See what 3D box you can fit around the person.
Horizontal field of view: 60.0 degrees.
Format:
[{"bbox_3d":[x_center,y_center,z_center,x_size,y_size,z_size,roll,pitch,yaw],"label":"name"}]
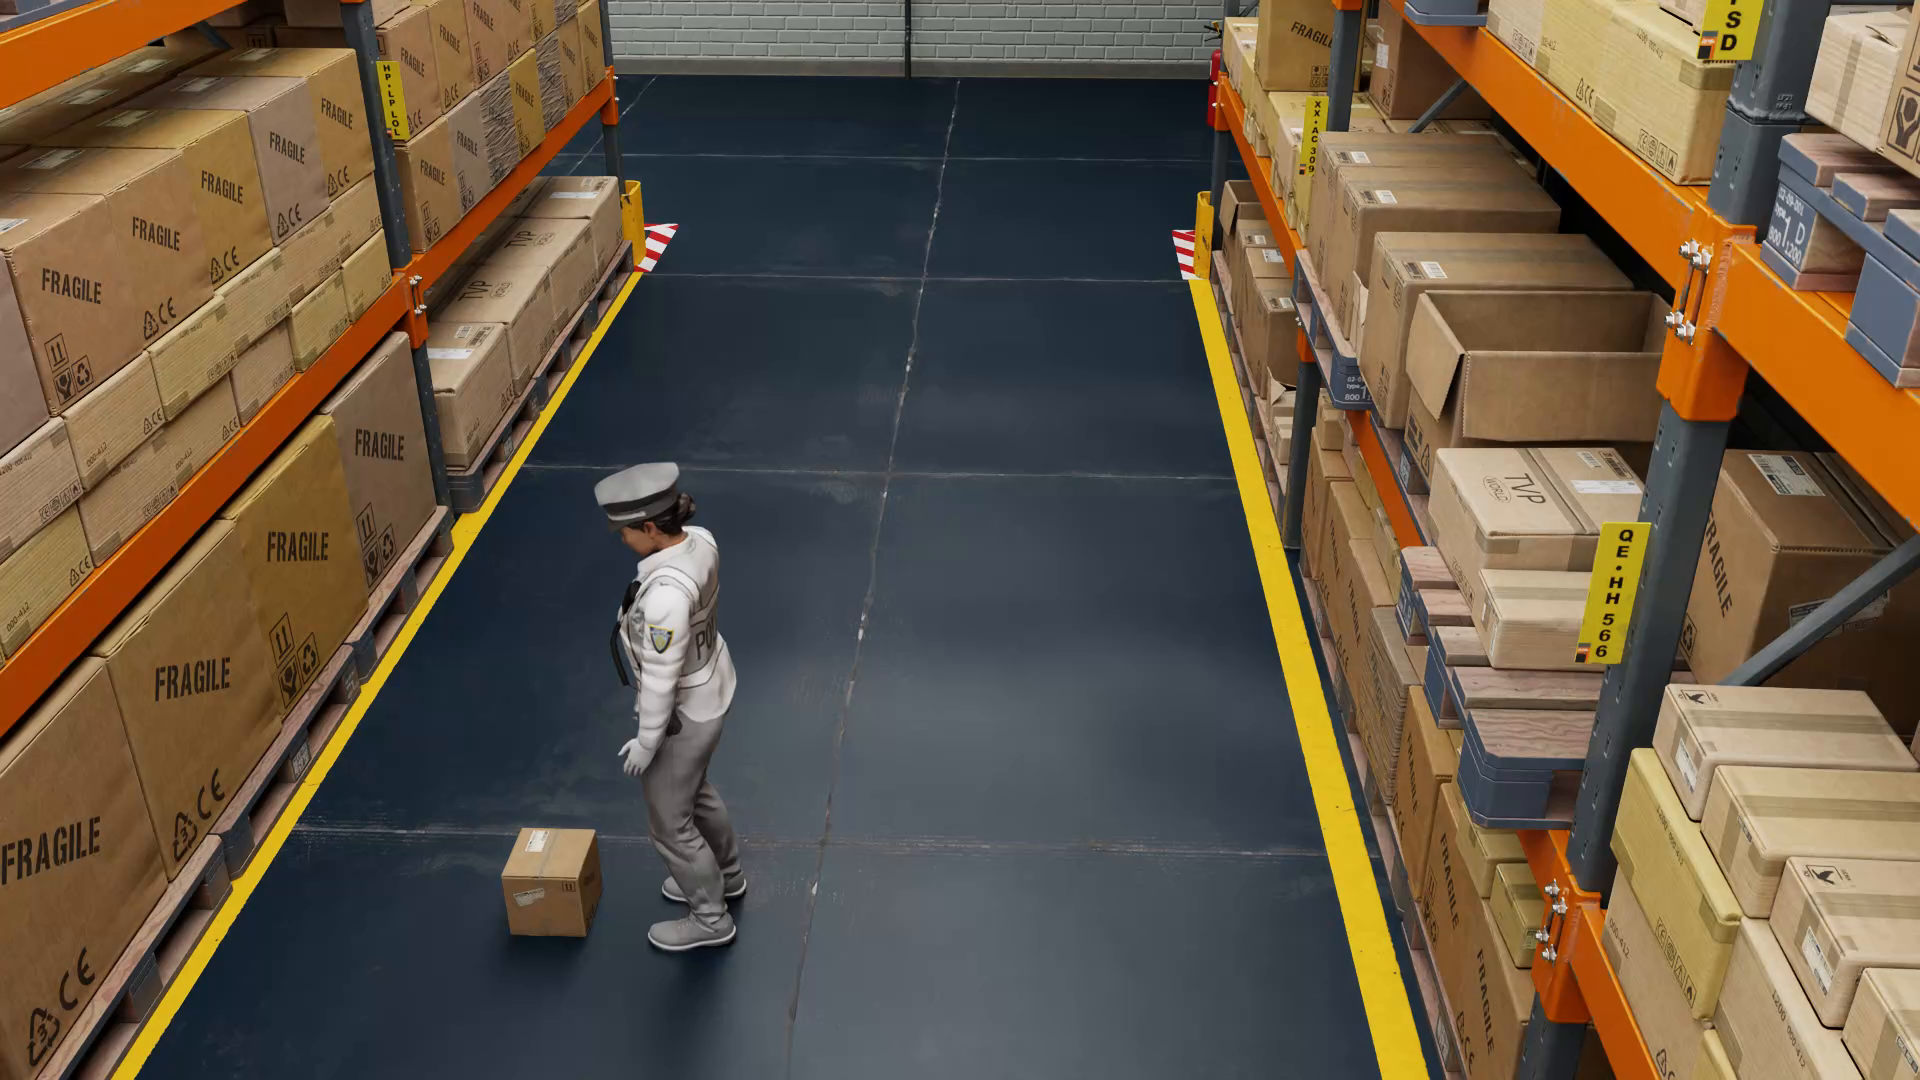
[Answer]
[{"bbox_3d":[-0.872,0.538,5.135,0.352,1.657,0.479,2,28,3],"label":"person"}]
